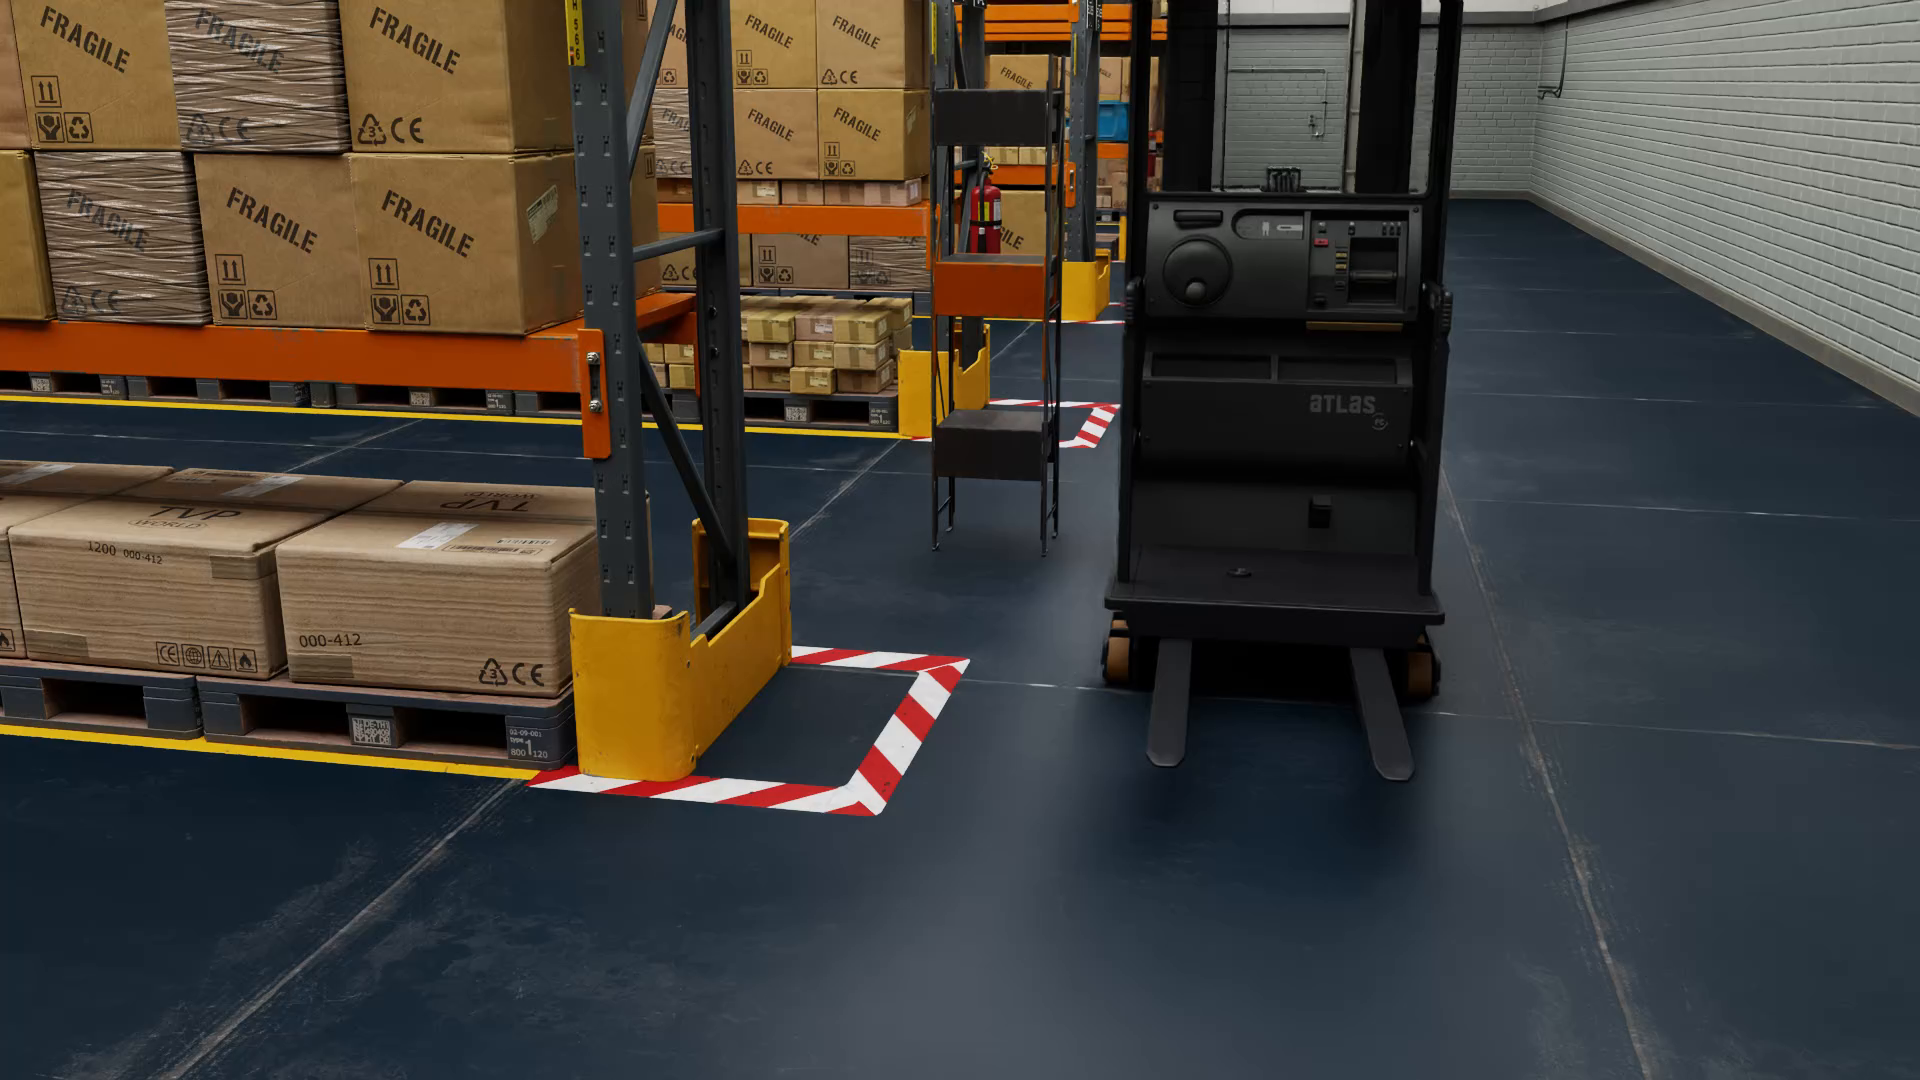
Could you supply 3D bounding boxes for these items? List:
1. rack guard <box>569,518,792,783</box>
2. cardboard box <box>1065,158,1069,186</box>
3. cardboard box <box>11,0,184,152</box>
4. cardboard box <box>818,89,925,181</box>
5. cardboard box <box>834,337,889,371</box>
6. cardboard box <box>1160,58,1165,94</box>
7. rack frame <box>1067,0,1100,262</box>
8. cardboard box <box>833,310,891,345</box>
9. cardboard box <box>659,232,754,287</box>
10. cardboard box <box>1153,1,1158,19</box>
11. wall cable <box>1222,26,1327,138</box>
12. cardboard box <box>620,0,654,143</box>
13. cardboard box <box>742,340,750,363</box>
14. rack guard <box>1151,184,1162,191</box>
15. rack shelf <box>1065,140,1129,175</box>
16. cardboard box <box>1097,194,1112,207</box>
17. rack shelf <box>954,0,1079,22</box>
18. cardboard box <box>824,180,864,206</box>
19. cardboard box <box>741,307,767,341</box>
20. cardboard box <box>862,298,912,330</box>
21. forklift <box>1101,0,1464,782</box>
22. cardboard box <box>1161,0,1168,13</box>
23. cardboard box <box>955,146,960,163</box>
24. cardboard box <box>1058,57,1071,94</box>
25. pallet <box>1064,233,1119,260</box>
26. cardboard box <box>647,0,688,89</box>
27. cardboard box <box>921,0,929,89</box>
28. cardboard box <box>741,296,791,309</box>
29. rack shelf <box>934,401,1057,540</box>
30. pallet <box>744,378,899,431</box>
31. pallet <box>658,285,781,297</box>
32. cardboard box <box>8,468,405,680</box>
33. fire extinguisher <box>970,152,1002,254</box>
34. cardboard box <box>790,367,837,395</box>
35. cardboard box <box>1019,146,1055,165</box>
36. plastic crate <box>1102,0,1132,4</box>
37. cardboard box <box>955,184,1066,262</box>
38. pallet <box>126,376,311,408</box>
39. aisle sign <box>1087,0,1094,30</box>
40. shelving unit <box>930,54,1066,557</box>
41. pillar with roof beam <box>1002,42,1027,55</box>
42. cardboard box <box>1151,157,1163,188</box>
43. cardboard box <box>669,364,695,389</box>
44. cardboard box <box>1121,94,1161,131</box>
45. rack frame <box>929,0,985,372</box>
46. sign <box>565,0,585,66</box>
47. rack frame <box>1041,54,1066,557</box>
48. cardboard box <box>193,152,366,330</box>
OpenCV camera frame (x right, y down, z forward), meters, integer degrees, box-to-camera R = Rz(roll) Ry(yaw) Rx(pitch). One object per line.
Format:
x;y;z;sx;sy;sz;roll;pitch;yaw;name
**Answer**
-0.874;0.316;5.415;0.348;0.500;1.175;3;16;11;rack guard
1.825;-6.458;29.083;0.500;0.500;0.700;3;16;12;cardboard box
-2.419;-1.431;4.977;0.500;0.500;0.500;3;16;11;cardboard box
-0.502;-2.338;9.570;0.500;0.500;0.500;3;16;12;cardboard box
-0.584;-1.115;9.896;0.250;0.149;0.380;3;16;10;cardboard box
2.673;-6.696;23.986;0.500;0.500;0.500;4;16;13;cardboard box
1.077;-3.482;14.444;0.127;3.000;1.000;3;16;11;rack frame
-0.579;-1.267;9.887;0.250;0.149;0.380;3;16;12;cardboard box
-2.212;-2.817;15.238;0.875;0.875;0.875;3;16;11;cardboard box
2.499;-7.405;23.268;0.500;0.250;0.500;3;16;11;cardboard box
5.482;-8.039;28.990;1.851;1.984;0.084;3;16;11;wall cable
-1.311;-1.520;5.300;0.500;0.500;0.500;3;16;10;cardboard box
-1.336;-1.184;10.143;0.250;0.149;0.380;3;16;10;cardboard box
2.981;-4.873;24.147;0.348;0.500;1.175;3;16;11;rack guard
0.105;-4.538;19.602;4.000;0.370;1.077;3;16;11;rack shelf
2.094;-4.930;24.153;0.250;0.166;0.380;3;16;11;cardboard box
-0.882;-4.688;14.524;4.000;0.370;1.077;3;16;11;rack shelf
-0.622;-2.036;9.692;0.250;0.149;0.380;3;16;11;cardboard box
-1.334;-1.307;10.029;0.250;0.149;0.380;2;16;9;cardboard box
-0.456;-1.422;10.446;0.250;0.149;0.380;2;16;9;cardboard box
1.083;-0.978;5.533;1.130;2.935;3.031;2;16;9;forklift
3.268;-8.963;27.918;0.500;0.250;0.500;4;16;13;cardboard box
-0.084;-3.335;14.382;0.250;0.149;0.380;3;16;12;cardboard box
1.560;-6.608;23.669;0.500;0.500;0.500;4;16;13;cardboard box
1.264;-3.488;19.689;1.213;0.211;1.003;3;16;11;pallet
-1.516;-2.875;9.635;0.500;0.500;0.500;4;16;14;cardboard box
-0.397;-2.957;9.930;0.500;0.500;0.500;3;16;11;cardboard box
-1.231;-1.444;10.524;0.250;0.149;0.380;2;16;8;cardboard box
0.162;-0.315;7.370;0.480;0.518;0.431;3;16;11;rack shelf
-0.874;-0.903;10.356;1.213;0.211;1.003;3;16;11;pallet
-2.113;-2.290;15.365;1.213;0.211;1.003;3;16;11;pallet
-2.463;0.087;5.572;0.875;0.438;0.875;4;16;13;cardboard box
0.145;-1.839;9.355;0.183;0.674;0.296;3;16;11;fire extinguisher
-0.840;-0.979;9.962;0.250;0.149;0.380;4;16;13;cardboard box
0.663;-3.294;14.235;0.250;0.149;0.380;3;16;12;cardboard box
1.743;-6.254;19.076;0.590;0.269;0.497;3;16;11;plastic crate
0.434;-2.674;14.719;0.875;0.875;0.875;3;16;11;cardboard box
-4.693;-1.100;11.068;1.213;0.211;1.003;3;16;11;pallet
1.088;-4.653;13.800;0.004;0.787;0.394;3;16;11;aisle sign
0.162;-1.003;7.180;0.503;2.100;0.431;3;16;11;shelving unit
0.119;-9.536;25.062;0.400;9.000;9.100;3;16;11;pillar with roof beam
3.333;-6.378;28.795;0.500;0.500;0.700;3;16;11;cardboard box
-1.588;-1.023;10.119;0.250;0.149;0.380;2;16;9;cardboard box
2.562;-6.074;23.615;0.500;0.500;0.500;4;16;13;cardboard box
-0.010;-2.190;9.780;0.127;3.000;1.000;3;16;11;rack frame
-1.019;-1.421;4.389;0.005;0.325;0.100;3;16;11;sign
0.401;-0.990;7.133;0.015;2.100;0.400;3;16;11;rack frame
-1.912;-0.925;5.025;0.500;0.500;0.500;3;16;10;cardboard box
